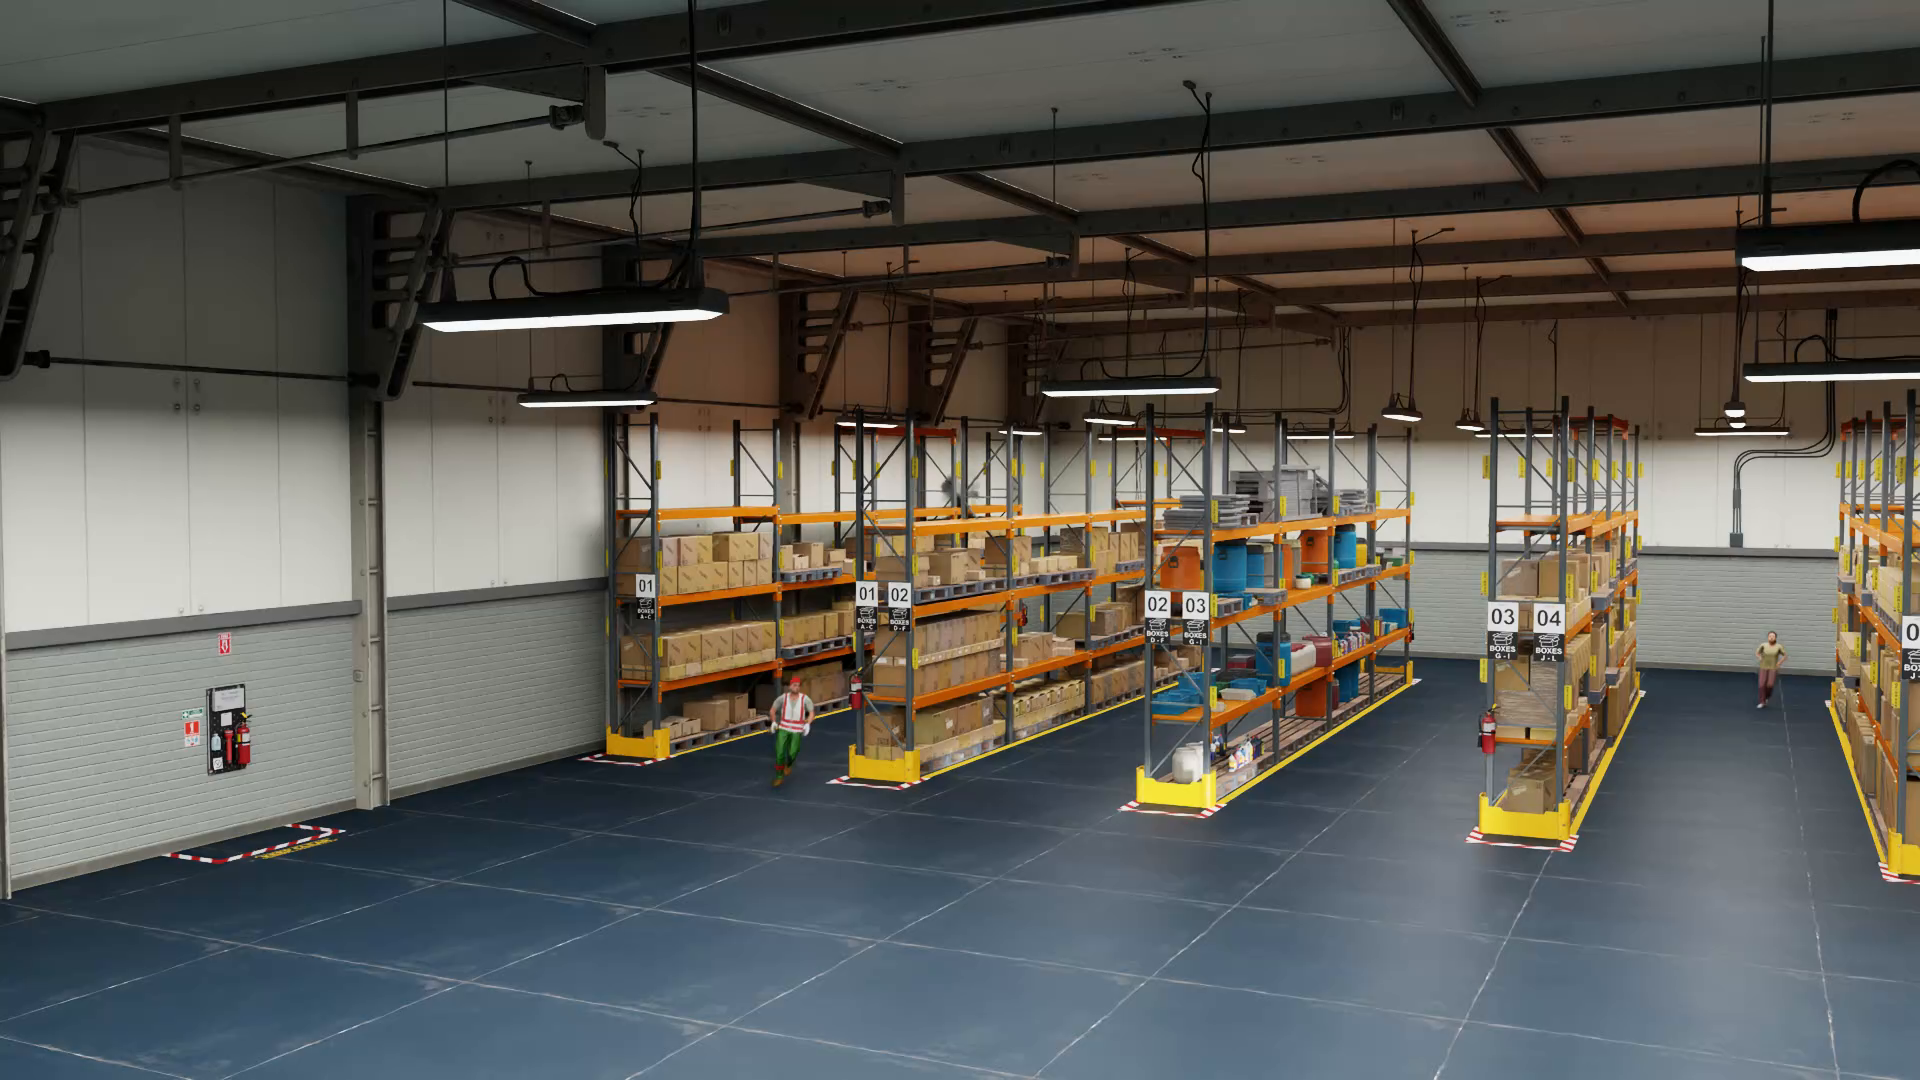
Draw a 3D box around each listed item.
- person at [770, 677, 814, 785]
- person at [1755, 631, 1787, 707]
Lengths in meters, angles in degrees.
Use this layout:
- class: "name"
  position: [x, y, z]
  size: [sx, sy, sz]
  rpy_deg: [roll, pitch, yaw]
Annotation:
- class: "person"
  position: [-2.681, 3.034, 26.486]
  size: [0.707, 1.723, 0.558]
  rpy_deg: [0, 2, -1]
- class: "person"
  position: [16.995, 2.723, 34.896]
  size: [0.595, 1.623, 0.549]
  rpy_deg: [2, 3, 33]
